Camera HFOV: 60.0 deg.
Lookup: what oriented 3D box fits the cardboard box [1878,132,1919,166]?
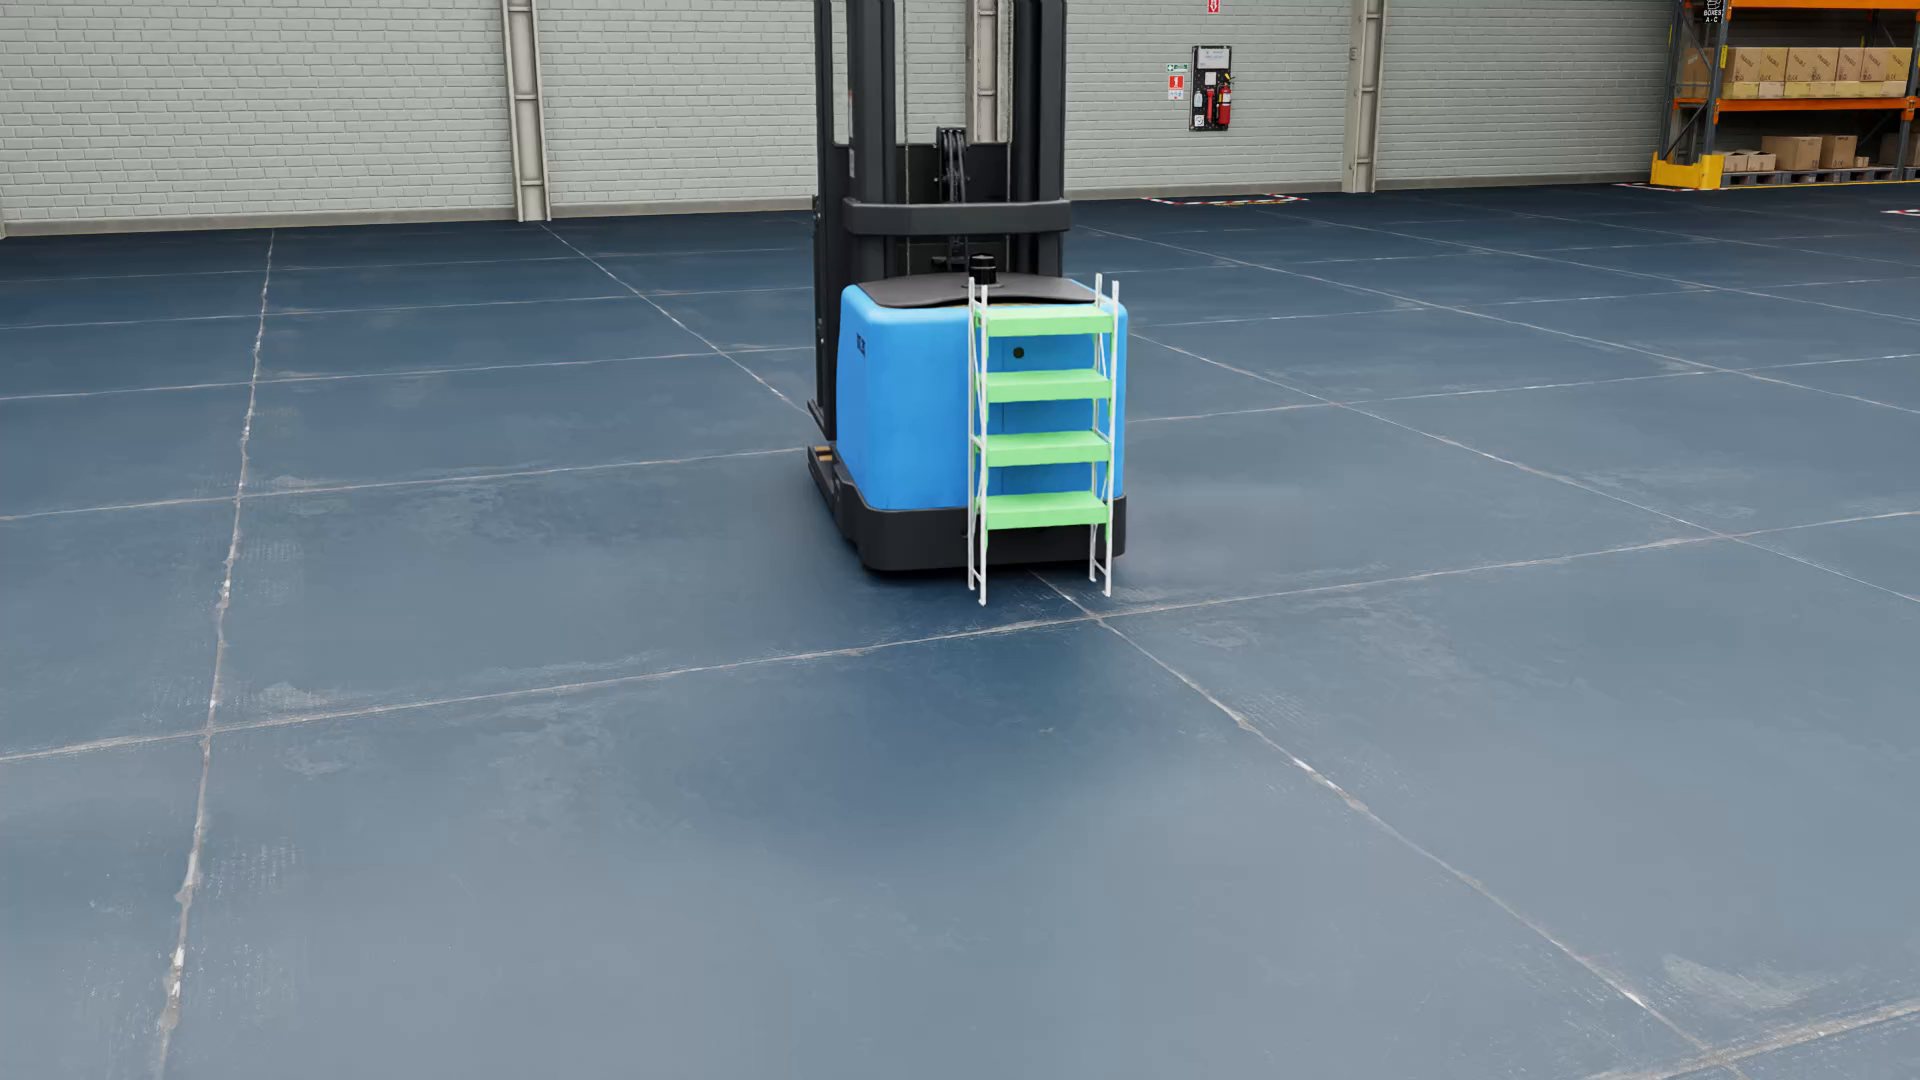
[{"bbox_3d":[15.590,-6.422,27.298,0.500,0.500,0.700,-6,17,-18],"label":"cardboard box"}]

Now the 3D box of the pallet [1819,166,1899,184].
[{"bbox_3d":[14.294,-5.916,26.870,1.213,0.211,1.003,-6,17,-20],"label":"pallet"}]

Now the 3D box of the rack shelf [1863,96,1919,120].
[{"bbox_3d":[16.776,-7.188,27.528,4.000,0.370,1.077,-6,17,-20],"label":"rack shelf"}]

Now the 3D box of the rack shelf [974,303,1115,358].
[{"bbox_3d":[0.304,-0.775,6.133,0.480,0.148,0.258,-3,17,-11],"label":"rack shelf"}]

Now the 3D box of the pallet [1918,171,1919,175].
[{"bbox_3d":[16.776,-6.196,27.824,1.213,0.211,1.003,-6,17,-20],"label":"pallet"}]

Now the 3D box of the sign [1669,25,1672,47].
[{"bbox_3d":[10.994,-7.783,25.663,0.005,0.325,0.100,-6,17,-20],"label":"sign"}]

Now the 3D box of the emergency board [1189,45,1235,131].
[{"bbox_3d":[3.594,-6.382,23.508,0.643,1.169,0.194,-6,17,-20],"label":"emergency board"}]

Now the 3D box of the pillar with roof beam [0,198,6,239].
[{"bbox_3d":[-9.353,-6.552,13.440,0.400,9.000,9.100,-6,17,-20],"label":"pillar with roof beam"}]

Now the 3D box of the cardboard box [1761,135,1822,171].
[{"bbox_3d":[13.087,-6.104,26.216,0.500,0.500,0.700,-7,18,-24],"label":"cardboard box"}]

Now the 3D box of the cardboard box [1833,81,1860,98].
[{"bbox_3d":[13.643,-7.039,25.974,0.500,0.250,0.500,-6,17,-20],"label":"cardboard box"}]

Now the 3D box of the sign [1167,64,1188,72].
[{"bbox_3d":[3.048,-6.623,23.324,0.331,0.109,0.001,-6,17,-20],"label":"sign"}]

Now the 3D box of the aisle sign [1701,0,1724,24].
[{"bbox_3d":[11.214,-8.089,24.707,0.004,0.787,0.394,-6,17,-20],"label":"aisle sign"}]

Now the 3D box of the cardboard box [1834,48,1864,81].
[{"bbox_3d":[13.640,-7.400,25.873,0.500,0.500,0.500,-7,18,-22],"label":"cardboard box"}]

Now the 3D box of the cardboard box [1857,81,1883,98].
[{"bbox_3d":[14.107,-7.093,26.160,0.500,0.250,0.500,-6,17,-20],"label":"cardboard box"}]

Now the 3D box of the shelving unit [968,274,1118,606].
[{"bbox_3d":[0.304,-0.376,6.250,0.503,1.200,0.258,-3,17,-11],"label":"shelving unit"}]

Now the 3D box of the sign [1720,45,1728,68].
[{"bbox_3d":[11.368,-7.201,24.758,0.005,0.325,0.100,-6,17,-20],"label":"sign"}]

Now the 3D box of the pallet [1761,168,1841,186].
[{"bbox_3d":[13.153,-5.792,26.448,1.213,0.211,1.003,-6,17,-20],"label":"pallet"}]

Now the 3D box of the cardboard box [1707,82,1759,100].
[{"bbox_3d":[11.743,-6.831,25.268,0.500,0.250,0.500,-7,18,-22],"label":"cardboard box"}]

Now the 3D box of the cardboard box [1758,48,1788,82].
[{"bbox_3d":[12.192,-7.242,25.334,0.500,0.500,0.500,-6,17,-20],"label":"cardboard box"}]

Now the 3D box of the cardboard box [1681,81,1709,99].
[{"bbox_3d":[11.541,-6.964,25.719,0.500,0.250,0.500,-6,17,-19],"label":"cardboard box"}]

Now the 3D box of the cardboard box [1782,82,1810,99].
[{"bbox_3d":[12.701,-6.937,25.628,0.500,0.250,0.500,-6,18,-21],"label":"cardboard box"}]

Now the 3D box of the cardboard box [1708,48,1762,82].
[{"bbox_3d":[11.727,-7.194,25.174,0.500,0.500,0.500,-6,17,-20],"label":"cardboard box"}]

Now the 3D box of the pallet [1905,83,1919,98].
[{"bbox_3d":[15.675,-7.278,26.899,1.213,0.211,1.003,-6,17,-20],"label":"pallet"}]

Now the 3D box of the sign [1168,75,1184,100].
[{"bbox_3d":[3.041,-6.371,23.405,0.234,0.329,0.001,-6,17,-20],"label":"sign"}]

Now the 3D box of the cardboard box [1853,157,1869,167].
[{"bbox_3d":[14.420,-6.121,26.866,0.250,0.166,0.380,-9,18,-27],"label":"cardboard box"}]

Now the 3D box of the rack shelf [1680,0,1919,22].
[{"bbox_3d":[13.041,-8.224,25.732,4.000,0.370,1.077,-6,17,-20],"label":"rack shelf"}]

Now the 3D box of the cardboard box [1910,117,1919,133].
[{"bbox_3d":[16.000,-6.827,27.346,0.500,0.250,0.500,-7,18,-21],"label":"cardboard box"}]

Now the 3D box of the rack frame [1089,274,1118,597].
[{"bbox_3d":[0.542,-0.390,6.298,0.015,1.200,0.240,-3,17,-11],"label":"rack frame"}]

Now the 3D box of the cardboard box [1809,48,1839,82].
[{"bbox_3d":[13.155,-7.347,25.694,0.500,0.500,0.500,-6,17,-18],"label":"cardboard box"}]

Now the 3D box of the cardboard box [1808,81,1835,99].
[{"bbox_3d":[13.173,-6.988,25.800,0.500,0.250,0.500,-6,17,-20],"label":"cardboard box"}]

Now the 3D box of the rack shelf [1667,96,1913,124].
[{"bbox_3d":[13.041,-6.784,26.154,4.000,0.370,1.077,-6,17,-20],"label":"rack shelf"}]

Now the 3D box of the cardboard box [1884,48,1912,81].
[{"bbox_3d":[14.578,-7.500,26.213,0.500,0.500,0.500,-6,17,-20],"label":"cardboard box"}]

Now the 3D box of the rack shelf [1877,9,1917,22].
[{"bbox_3d":[16.776,-8.627,27.105,4.000,0.370,1.077,-6,17,-20],"label":"rack shelf"}]

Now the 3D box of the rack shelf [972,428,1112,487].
[{"bbox_3d":[0.304,-0.315,6.268,0.480,0.148,0.258,-3,17,-11],"label":"rack shelf"}]

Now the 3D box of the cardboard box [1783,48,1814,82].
[{"bbox_3d":[12.677,-7.292,25.506,0.500,0.500,0.500,-7,18,-22],"label":"cardboard box"}]

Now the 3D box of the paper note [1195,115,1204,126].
[{"bbox_3d":[3.404,-5.960,23.633,0.142,0.148,0.016,-6,17,-20],"label":"paper note"}]

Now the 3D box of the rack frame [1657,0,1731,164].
[{"bbox_3d":[11.174,-6.928,25.366,0.127,3.000,1.000,-6,17,-20],"label":"rack frame"}]

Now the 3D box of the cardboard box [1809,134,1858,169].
[{"bbox_3d":[13.954,-6.228,26.638,0.500,0.500,0.500,-8,18,-24],"label":"cardboard box"}]

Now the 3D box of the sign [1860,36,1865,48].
[{"bbox_3d":[14.707,-8.032,27.073,0.005,0.325,0.100,-6,17,-20],"label":"sign"}]

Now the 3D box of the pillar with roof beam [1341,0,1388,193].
[{"bbox_3d":[7.456,-8.367,19.619,0.400,9.000,9.100,-6,17,-20],"label":"pillar with roof beam"}]

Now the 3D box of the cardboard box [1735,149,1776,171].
[{"bbox_3d":[12.384,-5.952,26.036,0.500,0.311,0.500,-5,17,-15],"label":"cardboard box"}]

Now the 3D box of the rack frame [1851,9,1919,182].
[{"bbox_3d":[14.909,-7.331,26.740,0.127,3.000,1.000,-6,17,-20],"label":"rack frame"}]

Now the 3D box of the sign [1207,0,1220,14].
[{"bbox_3d":[3.551,-7.520,23.267,0.199,0.298,0.001,-6,17,-20],"label":"sign"}]

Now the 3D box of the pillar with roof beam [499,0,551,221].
[{"bbox_3d":[-3.750,-7.157,15.499,0.400,9.000,9.100,-6,17,-20],"label":"pillar with roof beam"}]

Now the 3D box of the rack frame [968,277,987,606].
[{"bbox_3d":[0.065,-0.362,6.202,0.015,1.200,0.240,-3,17,-11],"label":"rack frame"}]

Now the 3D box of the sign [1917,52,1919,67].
[{"bbox_3d":[15.110,-7.605,26.134,0.005,0.325,0.100,-6,17,-20],"label":"sign"}]

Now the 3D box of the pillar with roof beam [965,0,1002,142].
[{"bbox_3d":[1.853,-7.762,17.559,0.400,9.000,9.100,-6,17,-20],"label":"pillar with roof beam"}]

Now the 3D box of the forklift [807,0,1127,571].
[{"bbox_3d":[-0.130,-1.659,7.546,1.130,2.935,3.031,-3,17,-11],"label":"forklift"}]

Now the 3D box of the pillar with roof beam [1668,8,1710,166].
[{"bbox_3d":[13.058,-8.972,21.679,0.400,9.000,9.100,-6,17,-20],"label":"pillar with roof beam"}]

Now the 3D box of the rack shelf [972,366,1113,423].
[{"bbox_3d":[0.304,-0.545,6.200,0.480,0.148,0.258,-3,17,-11],"label":"rack shelf"}]

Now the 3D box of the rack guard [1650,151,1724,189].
[{"bbox_3d":[11.245,-5.736,25.745,0.348,0.500,1.175,-6,17,-20],"label":"rack guard"}]

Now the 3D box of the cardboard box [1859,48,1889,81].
[{"bbox_3d":[14.114,-7.448,26.036,0.500,0.500,0.500,-6,17,-20],"label":"cardboard box"}]

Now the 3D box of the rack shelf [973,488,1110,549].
[{"bbox_3d":[0.304,-0.085,6.335,0.480,0.148,0.258,-3,17,-11],"label":"rack shelf"}]

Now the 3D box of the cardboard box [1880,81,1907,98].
[{"bbox_3d":[14.575,-7.141,26.324,0.500,0.250,0.500,-6,17,-20],"label":"cardboard box"}]

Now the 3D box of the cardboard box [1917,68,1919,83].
[{"bbox_3d":[15.396,-7.633,26.808,0.500,0.500,0.700,-6,17,-20],"label":"cardboard box"}]

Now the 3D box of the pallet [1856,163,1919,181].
[{"bbox_3d":[15.635,-6.072,27.401,1.213,0.211,1.003,-6,17,-20],"label":"pallet"}]

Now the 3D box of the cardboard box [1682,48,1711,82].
[{"bbox_3d":[11.538,-7.329,25.631,0.500,0.500,0.500,-6,18,-21],"label":"cardboard box"}]

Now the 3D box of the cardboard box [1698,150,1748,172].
[{"bbox_3d":[11.852,-5.895,25.840,0.500,0.311,0.500,-8,18,-26],"label":"cardboard box"}]

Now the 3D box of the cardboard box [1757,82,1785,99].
[{"bbox_3d":[12.223,-6.887,25.459,0.500,0.250,0.500,-7,18,-22],"label":"cardboard box"}]

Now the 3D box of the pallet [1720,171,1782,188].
[{"bbox_3d":[12.016,-5.670,26.033,1.213,0.211,1.003,-6,17,-20],"label":"pallet"}]
